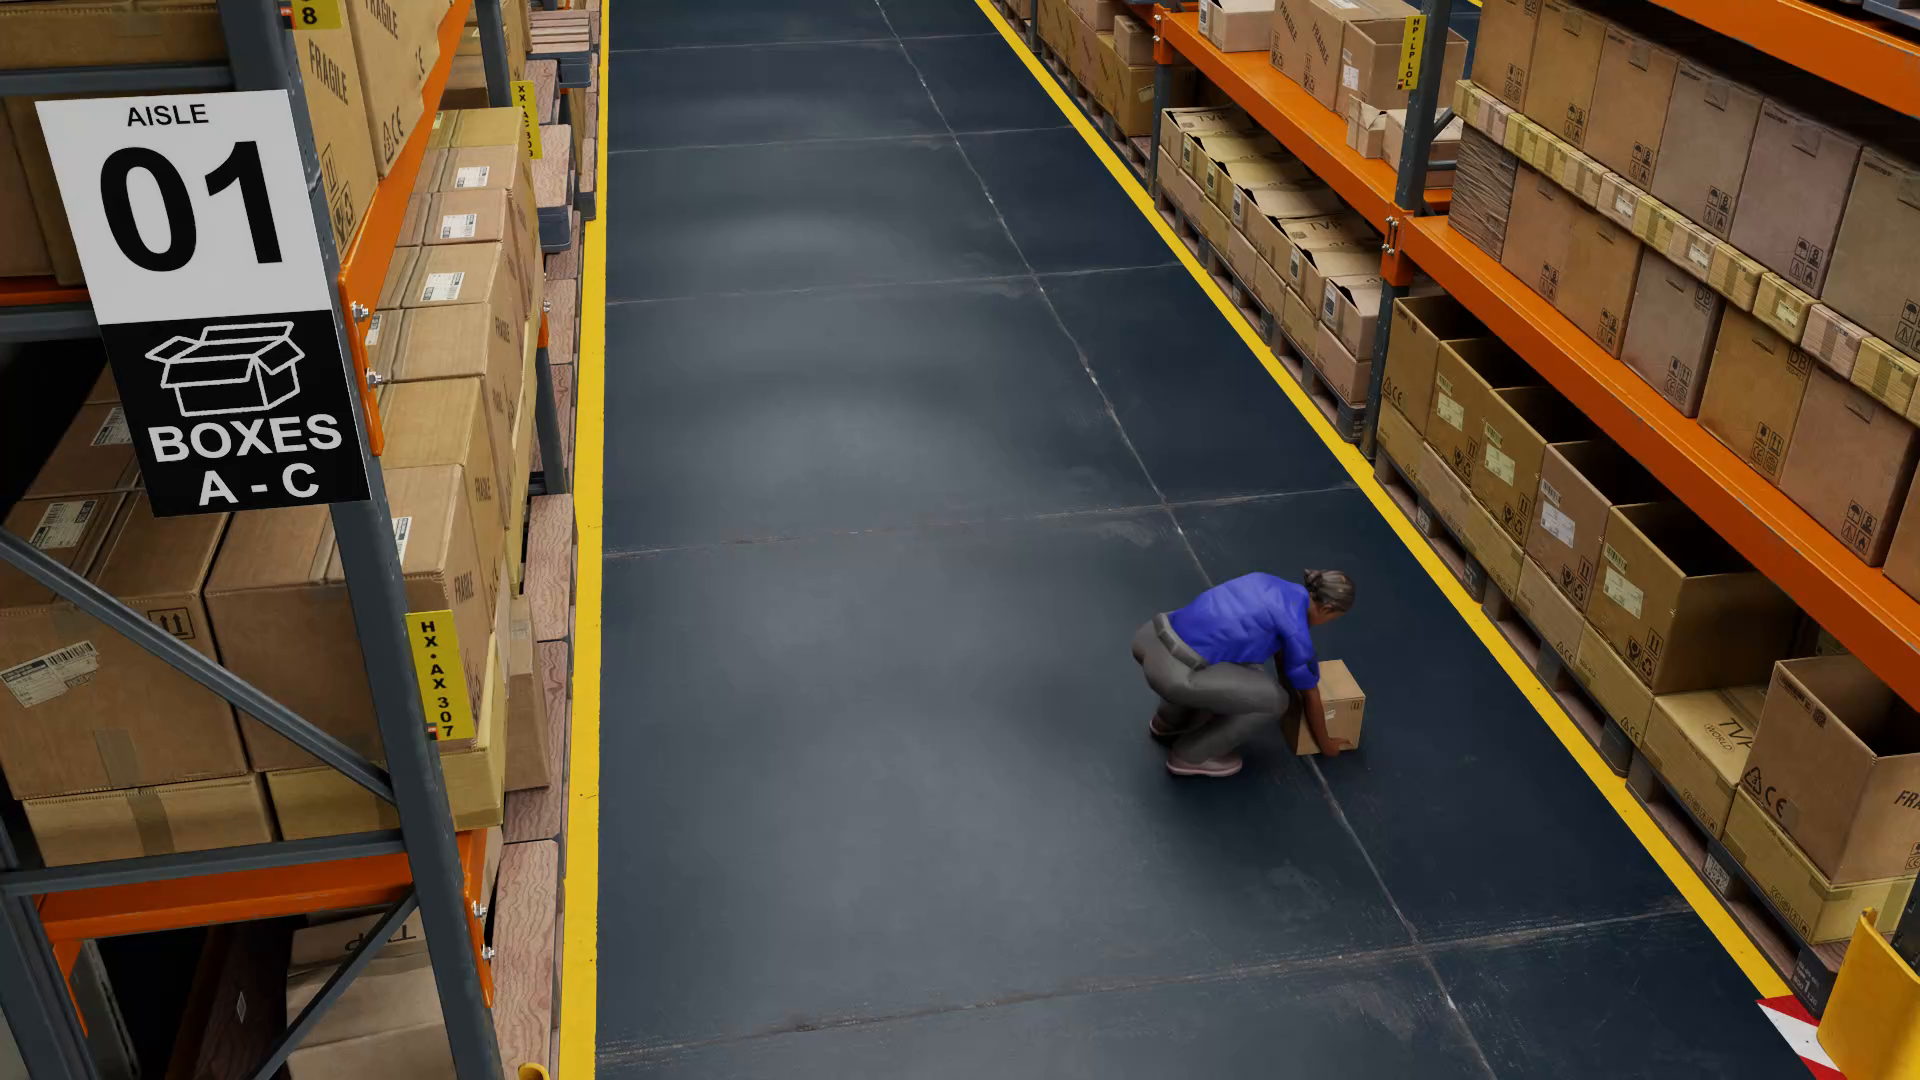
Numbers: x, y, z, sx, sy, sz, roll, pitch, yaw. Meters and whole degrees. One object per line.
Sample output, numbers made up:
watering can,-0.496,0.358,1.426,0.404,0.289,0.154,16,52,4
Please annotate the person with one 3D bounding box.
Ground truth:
person,1.062,0.480,6.254,0.855,0.746,0.457,-6,31,-10
